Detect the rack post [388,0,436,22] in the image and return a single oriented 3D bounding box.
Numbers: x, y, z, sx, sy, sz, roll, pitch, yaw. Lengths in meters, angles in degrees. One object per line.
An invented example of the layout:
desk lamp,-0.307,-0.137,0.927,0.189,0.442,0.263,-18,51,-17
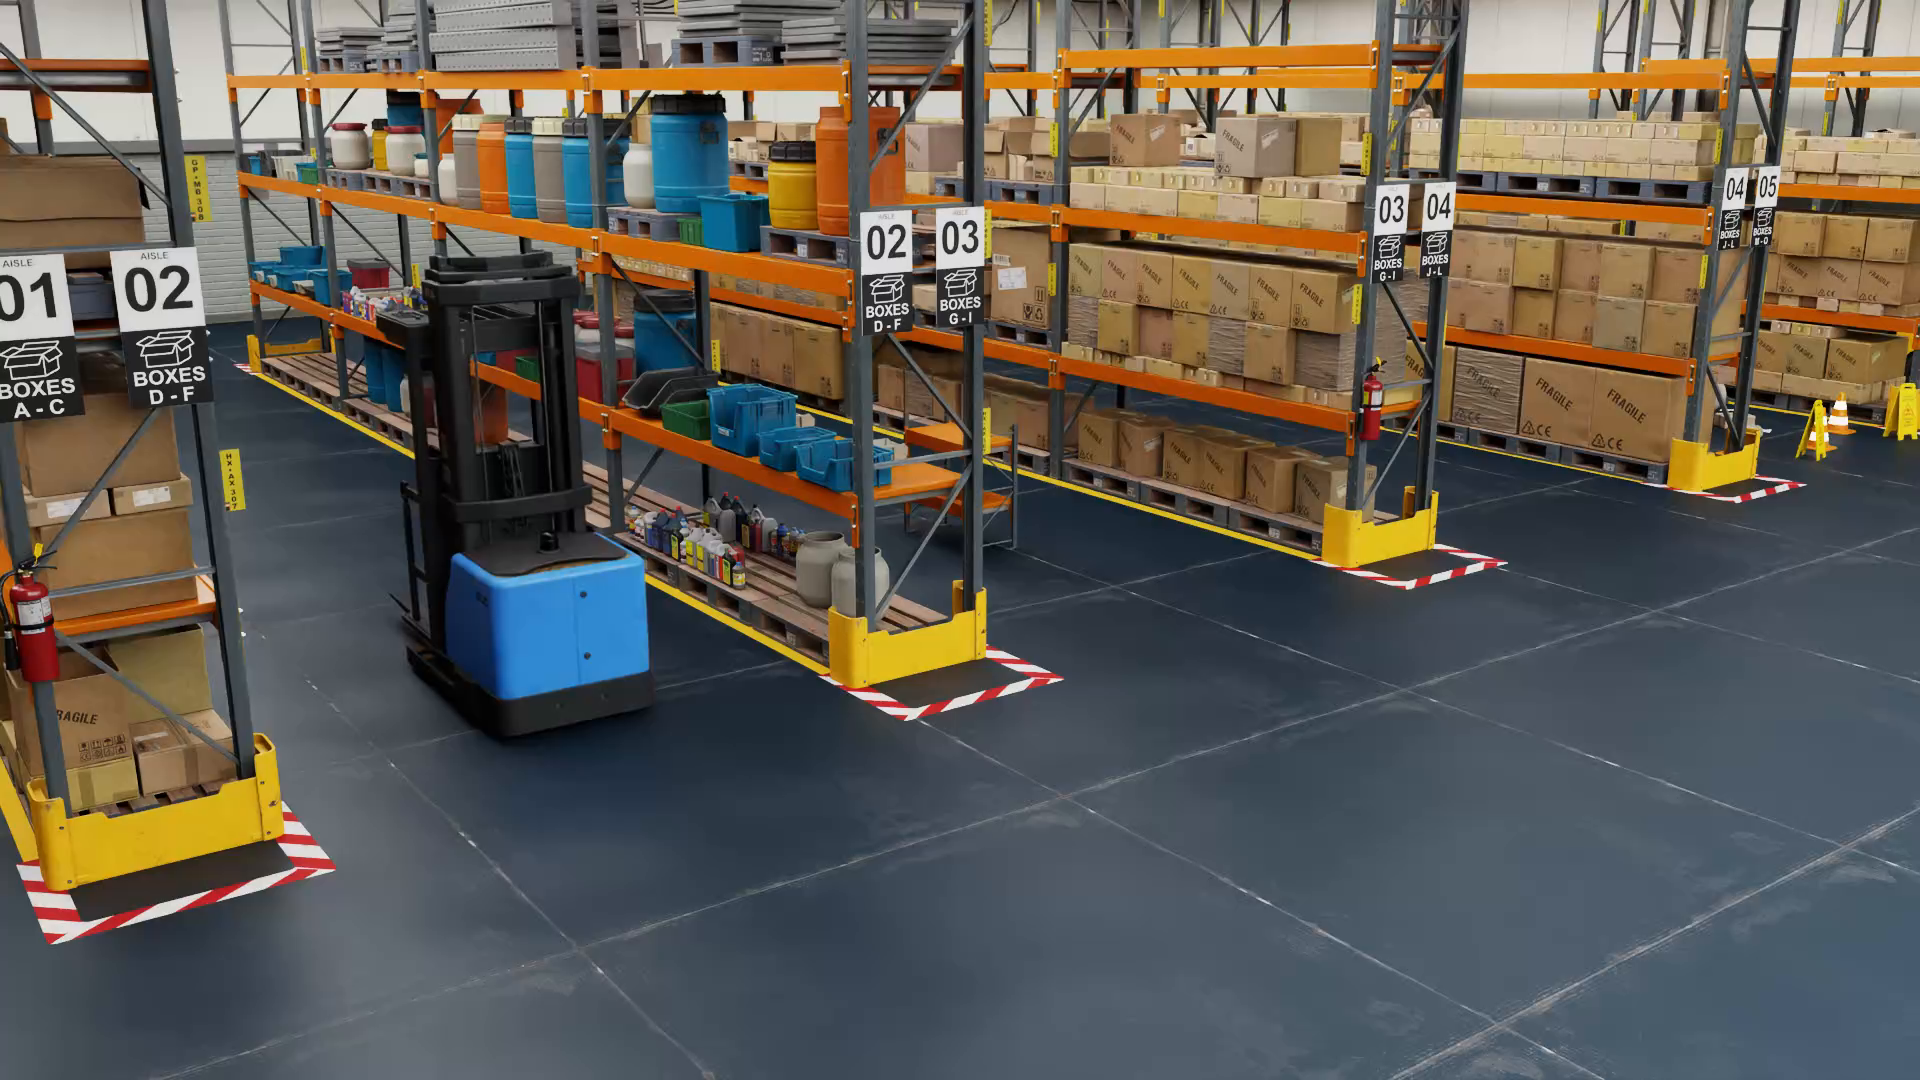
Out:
rack post,-5.518,-5.544,17.310,0.624,0.289,0.986,-11,19,-35

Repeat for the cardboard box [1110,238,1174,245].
cardboard box,1.865,-2.786,16.926,0.500,0.500,0.500,-11,19,-35

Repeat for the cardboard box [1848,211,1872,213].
cardboard box,13.839,-4.958,25.528,0.380,0.149,0.250,-11,19,-34

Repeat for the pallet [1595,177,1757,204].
pallet,7.356,-3.620,17.108,1.003,0.211,1.213,-11,19,-35

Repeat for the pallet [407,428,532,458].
pallet,-5.478,-1.068,18.577,1.003,0.211,1.213,-11,19,-35

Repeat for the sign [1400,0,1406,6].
sign,5.017,-6.209,18.797,0.100,0.325,0.005,-11,19,-35

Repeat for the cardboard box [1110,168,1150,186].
cardboard box,1.674,-3.507,16.055,0.380,0.149,0.250,-11,19,-34

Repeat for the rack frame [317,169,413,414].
rack frame,-7.332,-3.105,20.739,1.000,3.000,0.127,-11,19,-35

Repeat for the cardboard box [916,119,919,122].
cardboard box,-0.607,-6.777,27.056,0.380,0.149,0.250,-11,19,-35

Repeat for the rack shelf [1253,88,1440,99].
rack shelf,5.866,-7.339,26.963,1.077,0.370,4.000,-11,19,-35

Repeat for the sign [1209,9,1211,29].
sign,4.227,-8.752,27.936,0.100,0.325,0.005,-11,19,-35

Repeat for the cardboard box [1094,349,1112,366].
cardboard box,1.567,-1.847,16.619,0.380,0.149,0.250,-11,19,-35

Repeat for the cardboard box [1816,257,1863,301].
cardboard box,10.913,-3.222,20.413,0.500,0.500,0.500,-11,19,-34

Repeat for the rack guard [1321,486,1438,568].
rack guard,3.685,-0.122,14.574,1.175,0.500,0.348,-11,19,-35

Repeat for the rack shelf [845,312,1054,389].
rack shelf,0.202,-2.246,18.961,1.077,0.370,4.000,-11,19,-35

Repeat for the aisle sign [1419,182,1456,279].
aisle sign,4.009,-2.599,13.964,0.394,0.787,0.004,-11,19,-35

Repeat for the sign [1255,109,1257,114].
sign,5.123,-7.346,28.977,0.100,0.325,0.005,-11,19,-35

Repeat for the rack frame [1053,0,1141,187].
rack frame,1.378,-5.059,16.514,1.000,3.000,0.127,-11,19,-35

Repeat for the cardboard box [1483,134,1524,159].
cardboard box,6.105,-4.319,18.229,0.500,0.250,0.500,-11,19,-35

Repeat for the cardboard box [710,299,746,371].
cardboard box,-2.934,-2.918,23.285,1.225,0.875,0.875,-11,19,-34

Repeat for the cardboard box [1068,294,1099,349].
cardboard box,1.592,-2.251,16.867,0.875,0.500,0.500,-11,19,-35

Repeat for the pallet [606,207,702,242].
pallet,-2.125,-2.613,13.619,1.213,0.211,1.003,-11,19,-35

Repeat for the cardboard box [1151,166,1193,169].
cardboard box,2.103,-3.596,16.381,0.380,0.149,0.250,-12,19,-37

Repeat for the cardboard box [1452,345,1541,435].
cardboard box,6.295,-1.754,19.034,0.875,0.875,0.875,-11,19,-34

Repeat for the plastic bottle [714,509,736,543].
plastic bottle,-2.009,-0.133,14.206,0.152,0.276,0.135,-11,19,-35

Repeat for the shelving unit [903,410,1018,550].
shelving unit,-0.004,-0.544,14.933,0.538,1.125,1.048,-11,19,-35

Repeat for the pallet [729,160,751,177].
pallet,-2.747,-5.040,22.489,0.805,0.209,1.217,-12,19,-37

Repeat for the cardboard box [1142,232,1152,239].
cardboard box,2.822,-4.322,23.739,0.380,0.149,0.250,-11,19,-36

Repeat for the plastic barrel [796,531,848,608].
plastic barrel,-1.020,0.219,12.511,0.421,0.512,0.421,0,15,0

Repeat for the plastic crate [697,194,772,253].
plastic crate,-1.642,-2.342,12.299,0.392,0.384,0.575,-11,19,-35

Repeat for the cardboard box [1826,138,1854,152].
cardboard box,10.777,-4.814,20.267,0.380,0.149,0.250,-11,19,-35

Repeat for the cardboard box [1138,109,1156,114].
cardboard box,3.402,-7.558,30.153,0.500,0.500,0.500,-10,18,-34

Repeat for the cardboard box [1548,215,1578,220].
cardboard box,8.524,-4.619,23.495,0.380,0.149,0.250,-12,19,-36

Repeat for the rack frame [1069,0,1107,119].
rack frame,2.338,-9.160,31.496,1.000,3.000,0.127,-11,19,-35

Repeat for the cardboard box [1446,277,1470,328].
cardboard box,6.017,-2.795,19.323,0.875,0.550,0.550,-11,19,-35

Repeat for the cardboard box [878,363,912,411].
cardboard box,-0.564,-1.886,20.187,0.700,0.500,0.500,-12,19,-37

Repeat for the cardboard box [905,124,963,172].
cardboard box,-0.309,-4.400,18.653,0.500,0.500,0.500,-12,19,-36

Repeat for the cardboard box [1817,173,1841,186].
cardboard box,10.728,-4.428,20.367,0.380,0.149,0.250,-11,19,-35

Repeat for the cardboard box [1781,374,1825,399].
cardboard box,10.755,-1.969,21.000,0.500,0.250,0.500,-11,19,-34

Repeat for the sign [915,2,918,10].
sign,-0.541,-6.488,19.816,0.100,0.325,0.005,-11,19,-35

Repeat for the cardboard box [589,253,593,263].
cardboard box,-5.584,-4.425,26.038,0.380,0.149,0.250,-11,19,-35

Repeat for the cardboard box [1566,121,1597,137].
cardboard box,6.581,-4.311,17.445,0.380,0.149,0.250,-11,19,-35

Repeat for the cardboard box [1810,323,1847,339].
cardboard box,10.793,-2.599,20.654,0.380,0.149,0.250,-10,18,-33

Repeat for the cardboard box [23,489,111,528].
cardboard box,-4.664,-0.188,8.661,0.380,0.149,0.250,-11,19,-35

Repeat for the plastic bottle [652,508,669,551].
plastic bottle,-2.490,-0.094,13.924,0.144,0.351,0.185,-10,18,-33

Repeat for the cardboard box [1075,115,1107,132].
cardboard box,1.876,-5.950,23.811,0.396,0.266,0.258,-11,19,-35

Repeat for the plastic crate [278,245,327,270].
plastic crate,-9.336,-3.963,23.691,0.616,0.435,0.499,-11,19,-35

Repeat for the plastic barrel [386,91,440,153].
plastic barrel,-6.205,-4.655,18.976,0.600,0.901,0.708,-11,19,-35

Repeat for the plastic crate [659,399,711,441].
plastic crate,-2.059,-0.961,13.306,0.450,0.188,0.662,-11,19,-35

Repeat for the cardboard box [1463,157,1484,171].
cardboard box,5.835,-4.198,18.540,0.380,0.149,0.250,-11,19,-35

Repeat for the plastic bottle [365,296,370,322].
plastic bottle,-6.940,-2.715,19.533,0.061,0.283,0.133,-11,19,-35

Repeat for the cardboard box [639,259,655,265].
cardboard box,-4.404,-4.218,24.524,0.500,0.250,0.500,-10,18,-33

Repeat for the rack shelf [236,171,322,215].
rack shelf,-8.508,-4.632,21.998,1.077,0.370,4.000,-11,19,-35

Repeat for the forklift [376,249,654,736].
forklift,-3.250,-0.520,11.424,1.130,2.935,3.031,-10,18,-33
